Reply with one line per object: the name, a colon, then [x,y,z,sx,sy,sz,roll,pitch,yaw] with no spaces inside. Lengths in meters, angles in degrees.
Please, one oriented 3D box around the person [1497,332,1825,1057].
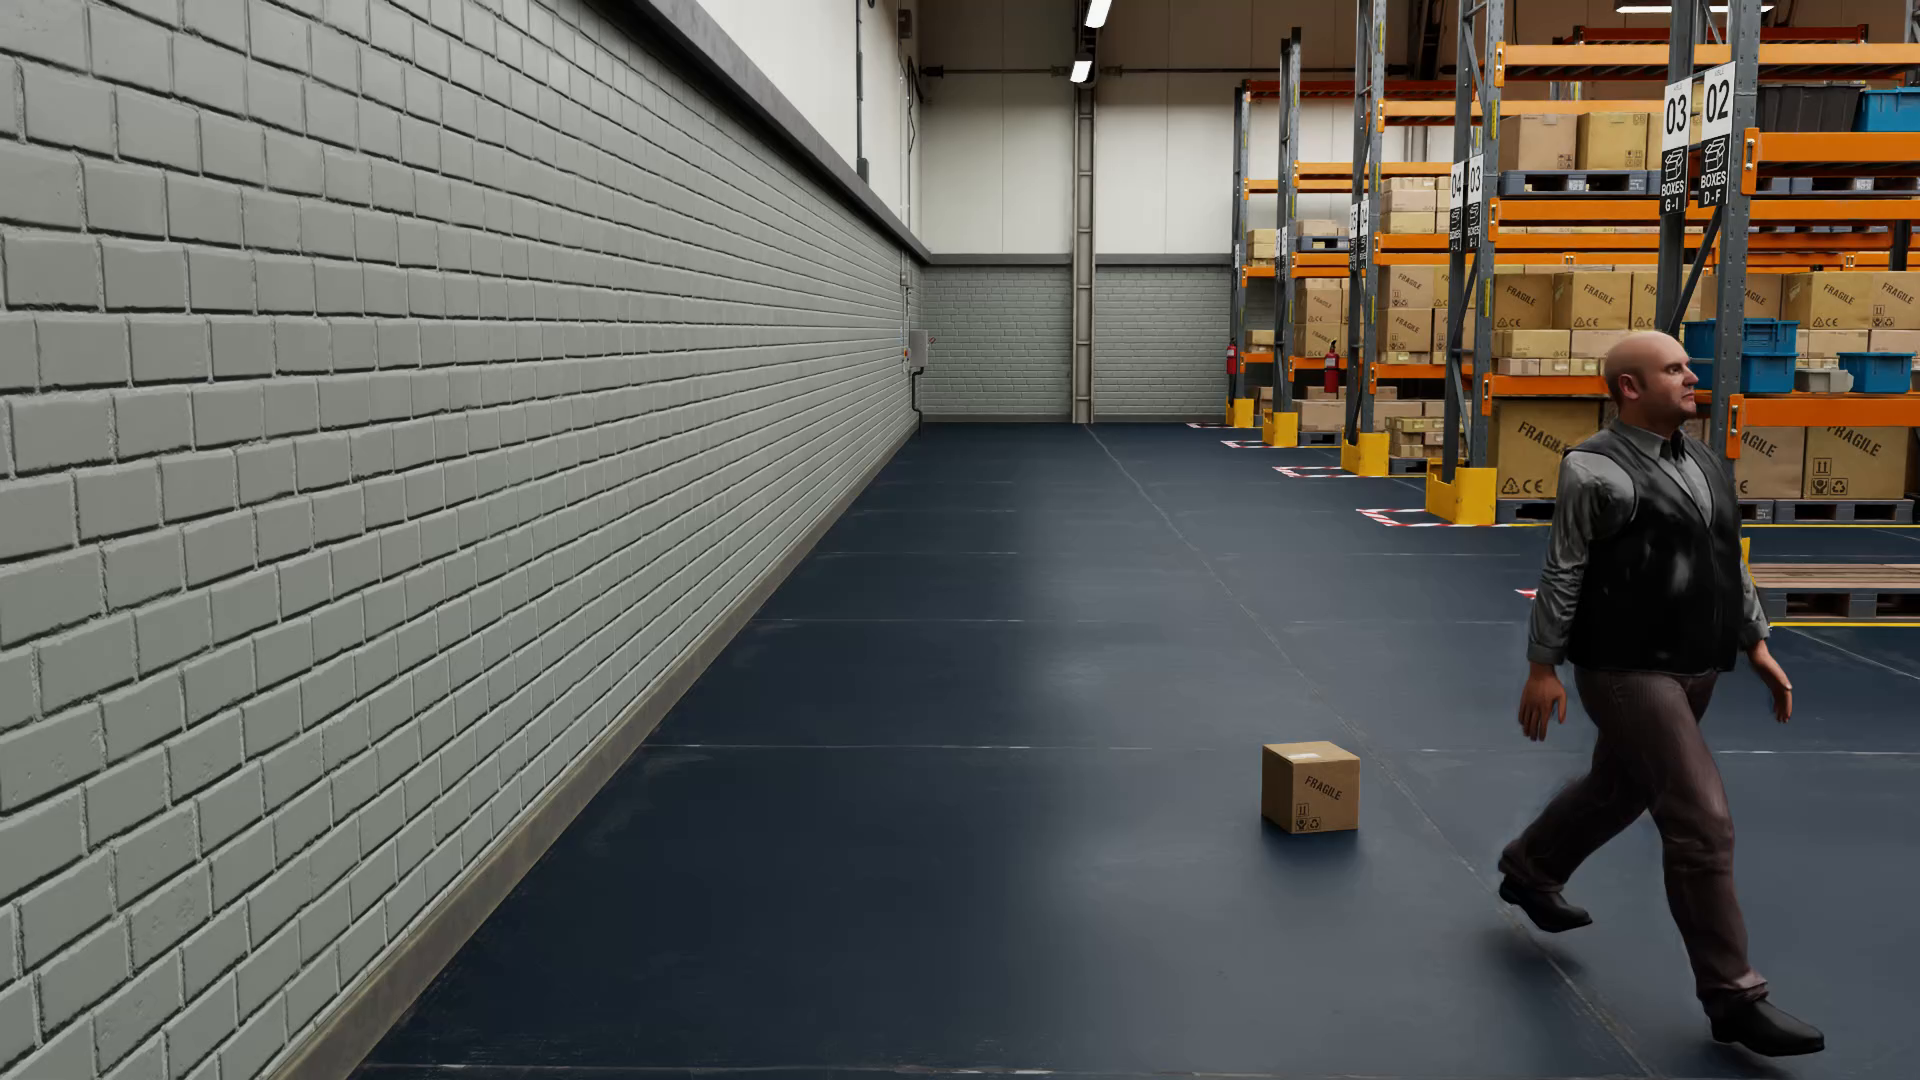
person: [1.756,0.321,4.149,0.564,1.670,1.073,-5,9,-34]
